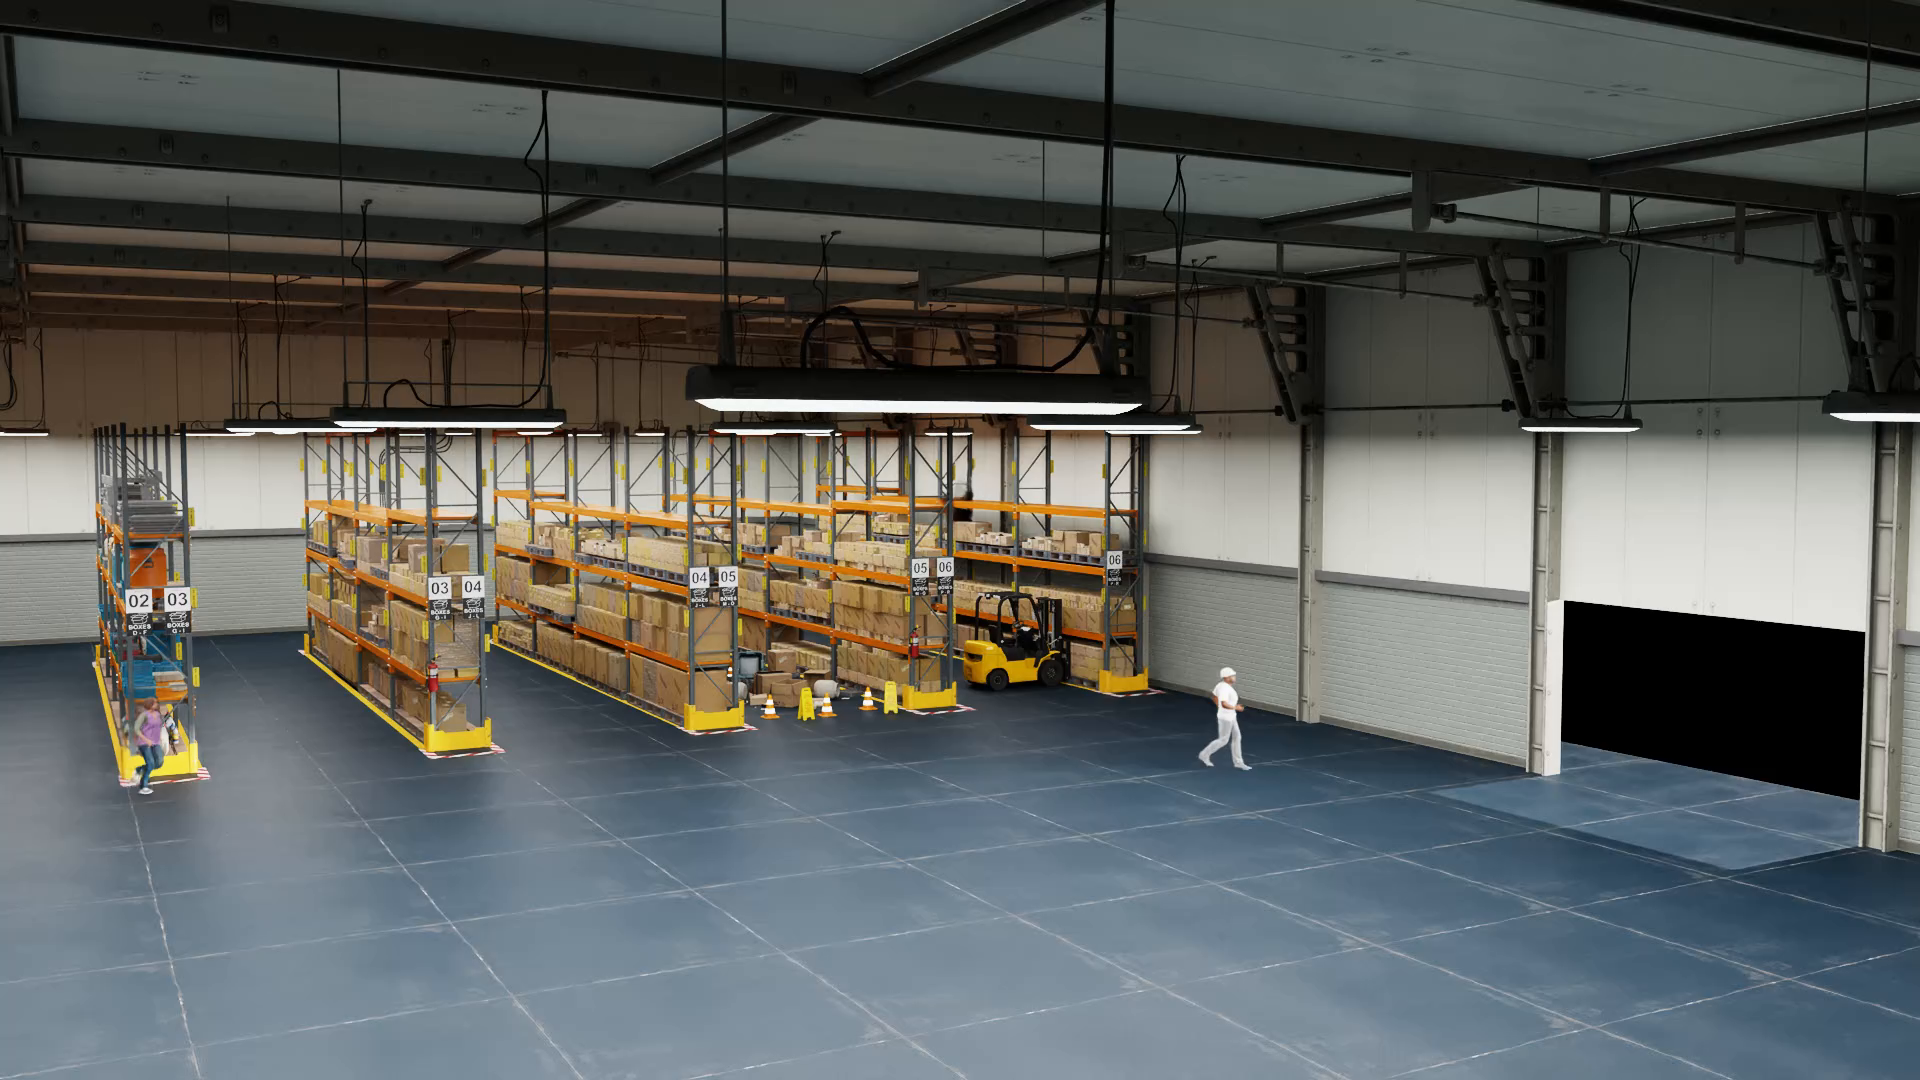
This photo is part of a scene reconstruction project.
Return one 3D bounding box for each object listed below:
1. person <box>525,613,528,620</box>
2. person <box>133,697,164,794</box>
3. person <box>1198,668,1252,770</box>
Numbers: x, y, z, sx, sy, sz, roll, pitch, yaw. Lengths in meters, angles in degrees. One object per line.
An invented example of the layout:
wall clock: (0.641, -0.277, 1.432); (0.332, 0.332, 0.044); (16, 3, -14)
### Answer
person: (-12.486, 1.990, 48.346); (0.779, 1.653, 0.642); (1, 4, 23)
person: (-13.187, 3.321, 27.000); (0.498, 1.538, 0.573); (1, 4, 14)
person: (4.589, 3.094, 28.751); (0.913, 1.775, 0.693); (1, 4, 14)
